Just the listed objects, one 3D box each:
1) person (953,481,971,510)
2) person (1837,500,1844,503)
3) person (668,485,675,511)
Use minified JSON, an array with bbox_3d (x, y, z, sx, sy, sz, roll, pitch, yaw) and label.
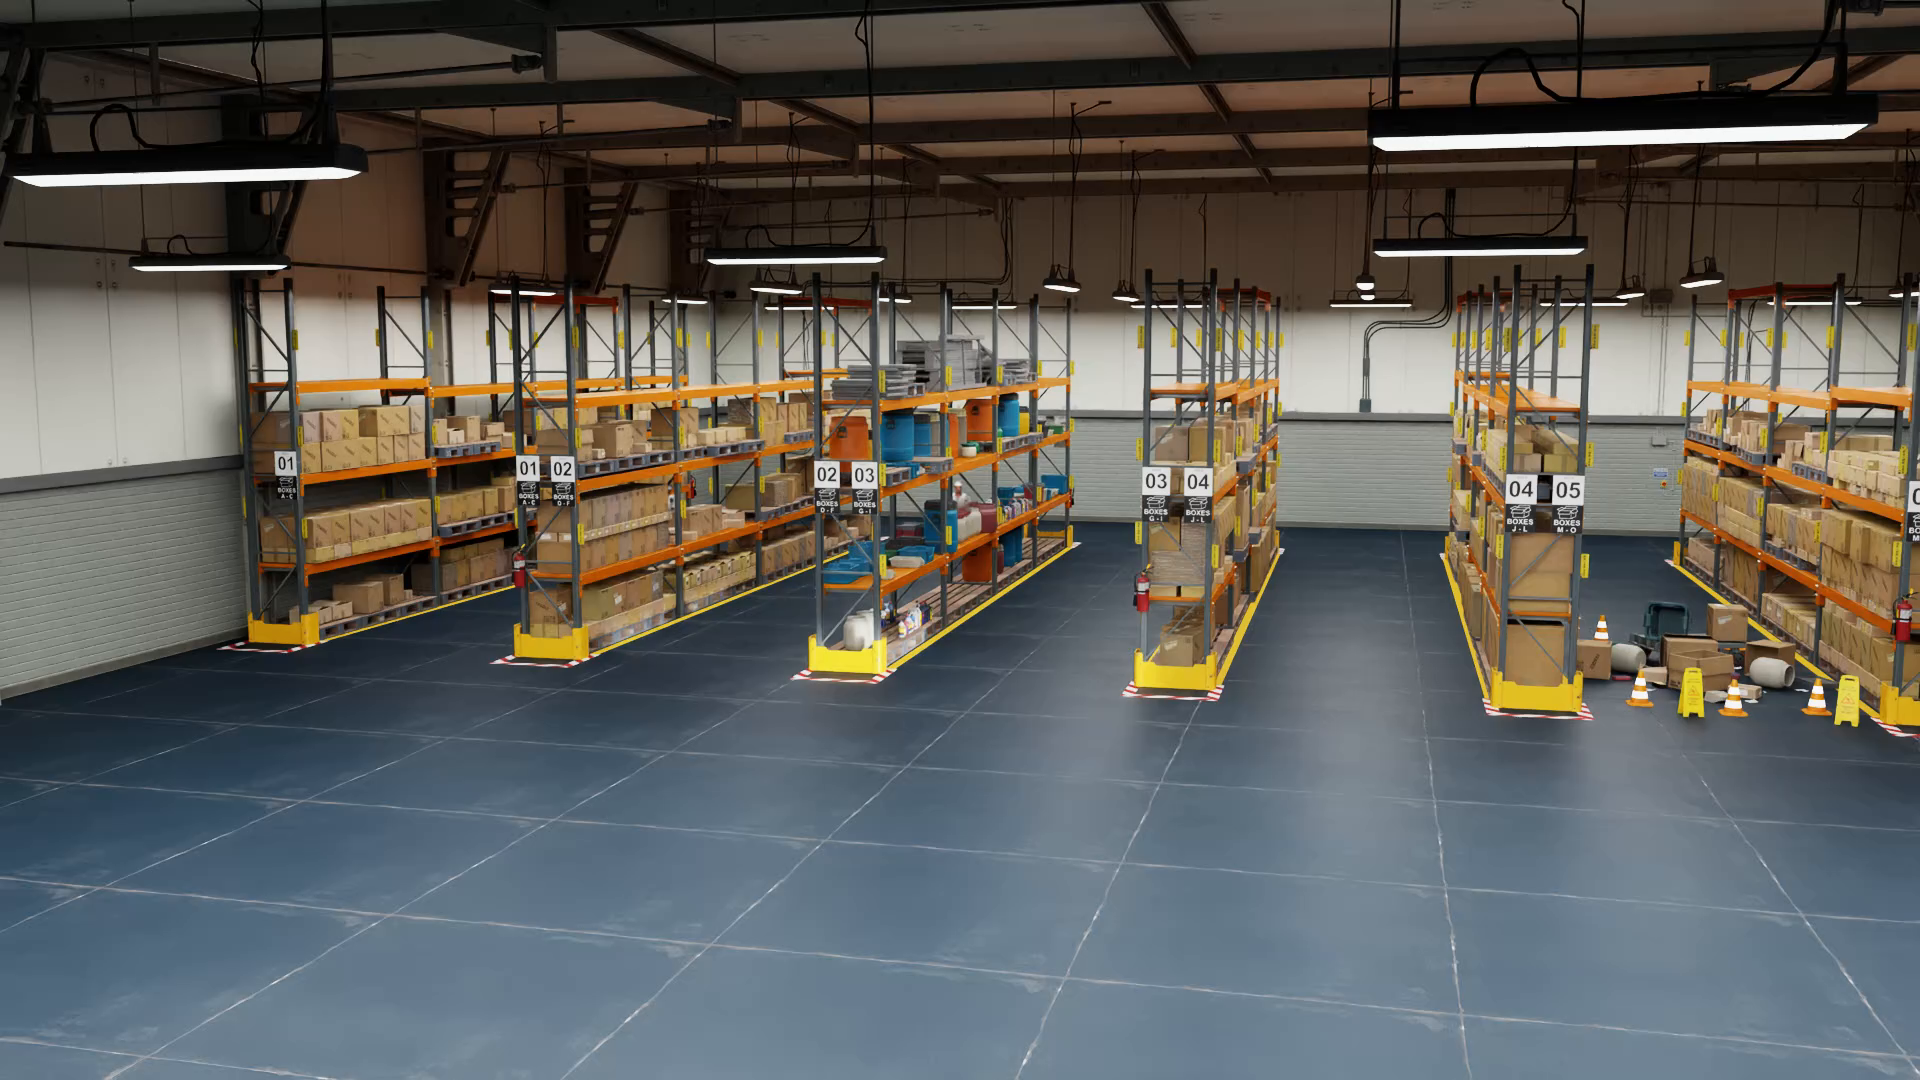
[{"bbox_3d":[-0.066,-0.490,38.401,0.633,1.724,1.034,2,7,15],"label":"person"},{"bbox_3d":[18.249,0.010,34.447,0.575,1.784,0.421,-3,7,-22],"label":"person"},{"bbox_3d":[-6.910,-0.509,39.157,0.444,1.616,1.051,1,7,12],"label":"person"}]
